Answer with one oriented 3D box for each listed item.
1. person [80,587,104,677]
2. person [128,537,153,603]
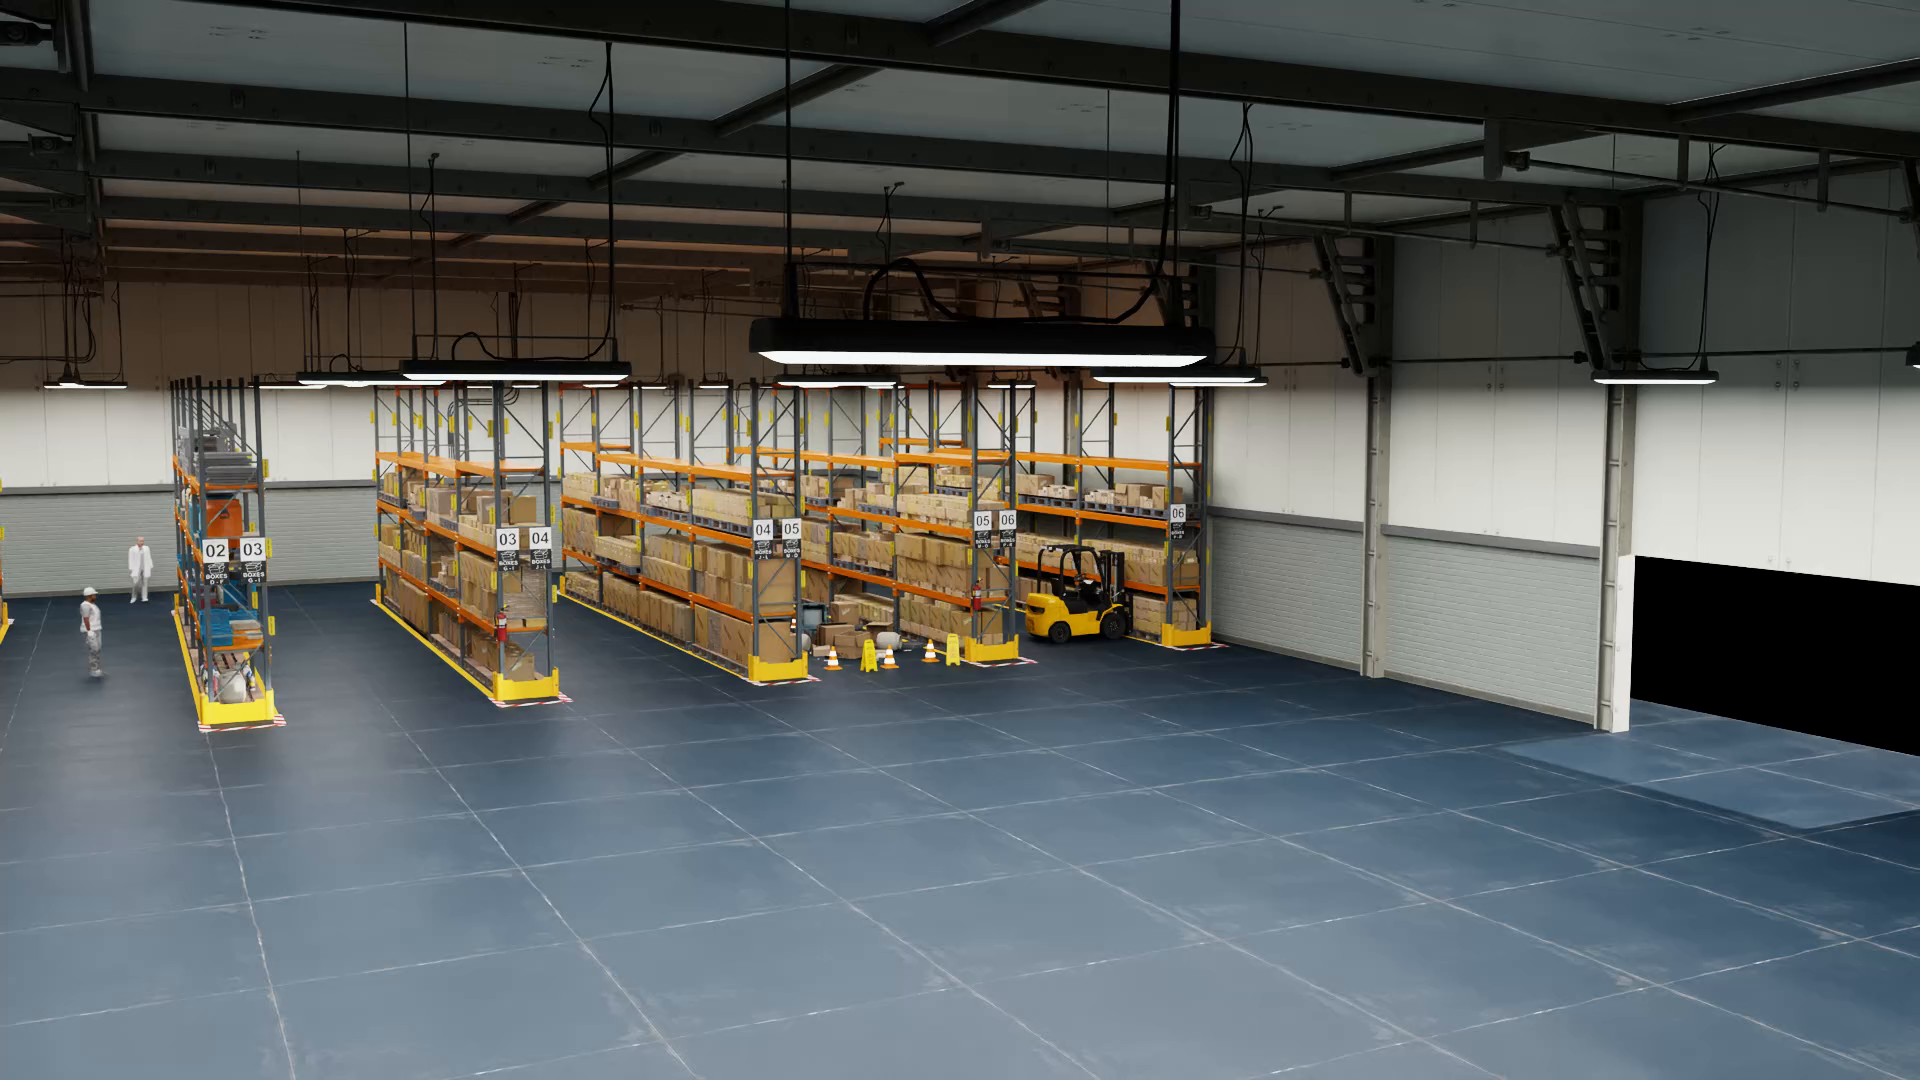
[{"bbox_3d":[-17.540,1.873,33.710,0.552,1.834,0.563,0,5,1],"label":"person"},{"bbox_3d":[-22.357,0.811,45.412,0.625,1.801,0.487,-4,7,-40],"label":"person"}]
